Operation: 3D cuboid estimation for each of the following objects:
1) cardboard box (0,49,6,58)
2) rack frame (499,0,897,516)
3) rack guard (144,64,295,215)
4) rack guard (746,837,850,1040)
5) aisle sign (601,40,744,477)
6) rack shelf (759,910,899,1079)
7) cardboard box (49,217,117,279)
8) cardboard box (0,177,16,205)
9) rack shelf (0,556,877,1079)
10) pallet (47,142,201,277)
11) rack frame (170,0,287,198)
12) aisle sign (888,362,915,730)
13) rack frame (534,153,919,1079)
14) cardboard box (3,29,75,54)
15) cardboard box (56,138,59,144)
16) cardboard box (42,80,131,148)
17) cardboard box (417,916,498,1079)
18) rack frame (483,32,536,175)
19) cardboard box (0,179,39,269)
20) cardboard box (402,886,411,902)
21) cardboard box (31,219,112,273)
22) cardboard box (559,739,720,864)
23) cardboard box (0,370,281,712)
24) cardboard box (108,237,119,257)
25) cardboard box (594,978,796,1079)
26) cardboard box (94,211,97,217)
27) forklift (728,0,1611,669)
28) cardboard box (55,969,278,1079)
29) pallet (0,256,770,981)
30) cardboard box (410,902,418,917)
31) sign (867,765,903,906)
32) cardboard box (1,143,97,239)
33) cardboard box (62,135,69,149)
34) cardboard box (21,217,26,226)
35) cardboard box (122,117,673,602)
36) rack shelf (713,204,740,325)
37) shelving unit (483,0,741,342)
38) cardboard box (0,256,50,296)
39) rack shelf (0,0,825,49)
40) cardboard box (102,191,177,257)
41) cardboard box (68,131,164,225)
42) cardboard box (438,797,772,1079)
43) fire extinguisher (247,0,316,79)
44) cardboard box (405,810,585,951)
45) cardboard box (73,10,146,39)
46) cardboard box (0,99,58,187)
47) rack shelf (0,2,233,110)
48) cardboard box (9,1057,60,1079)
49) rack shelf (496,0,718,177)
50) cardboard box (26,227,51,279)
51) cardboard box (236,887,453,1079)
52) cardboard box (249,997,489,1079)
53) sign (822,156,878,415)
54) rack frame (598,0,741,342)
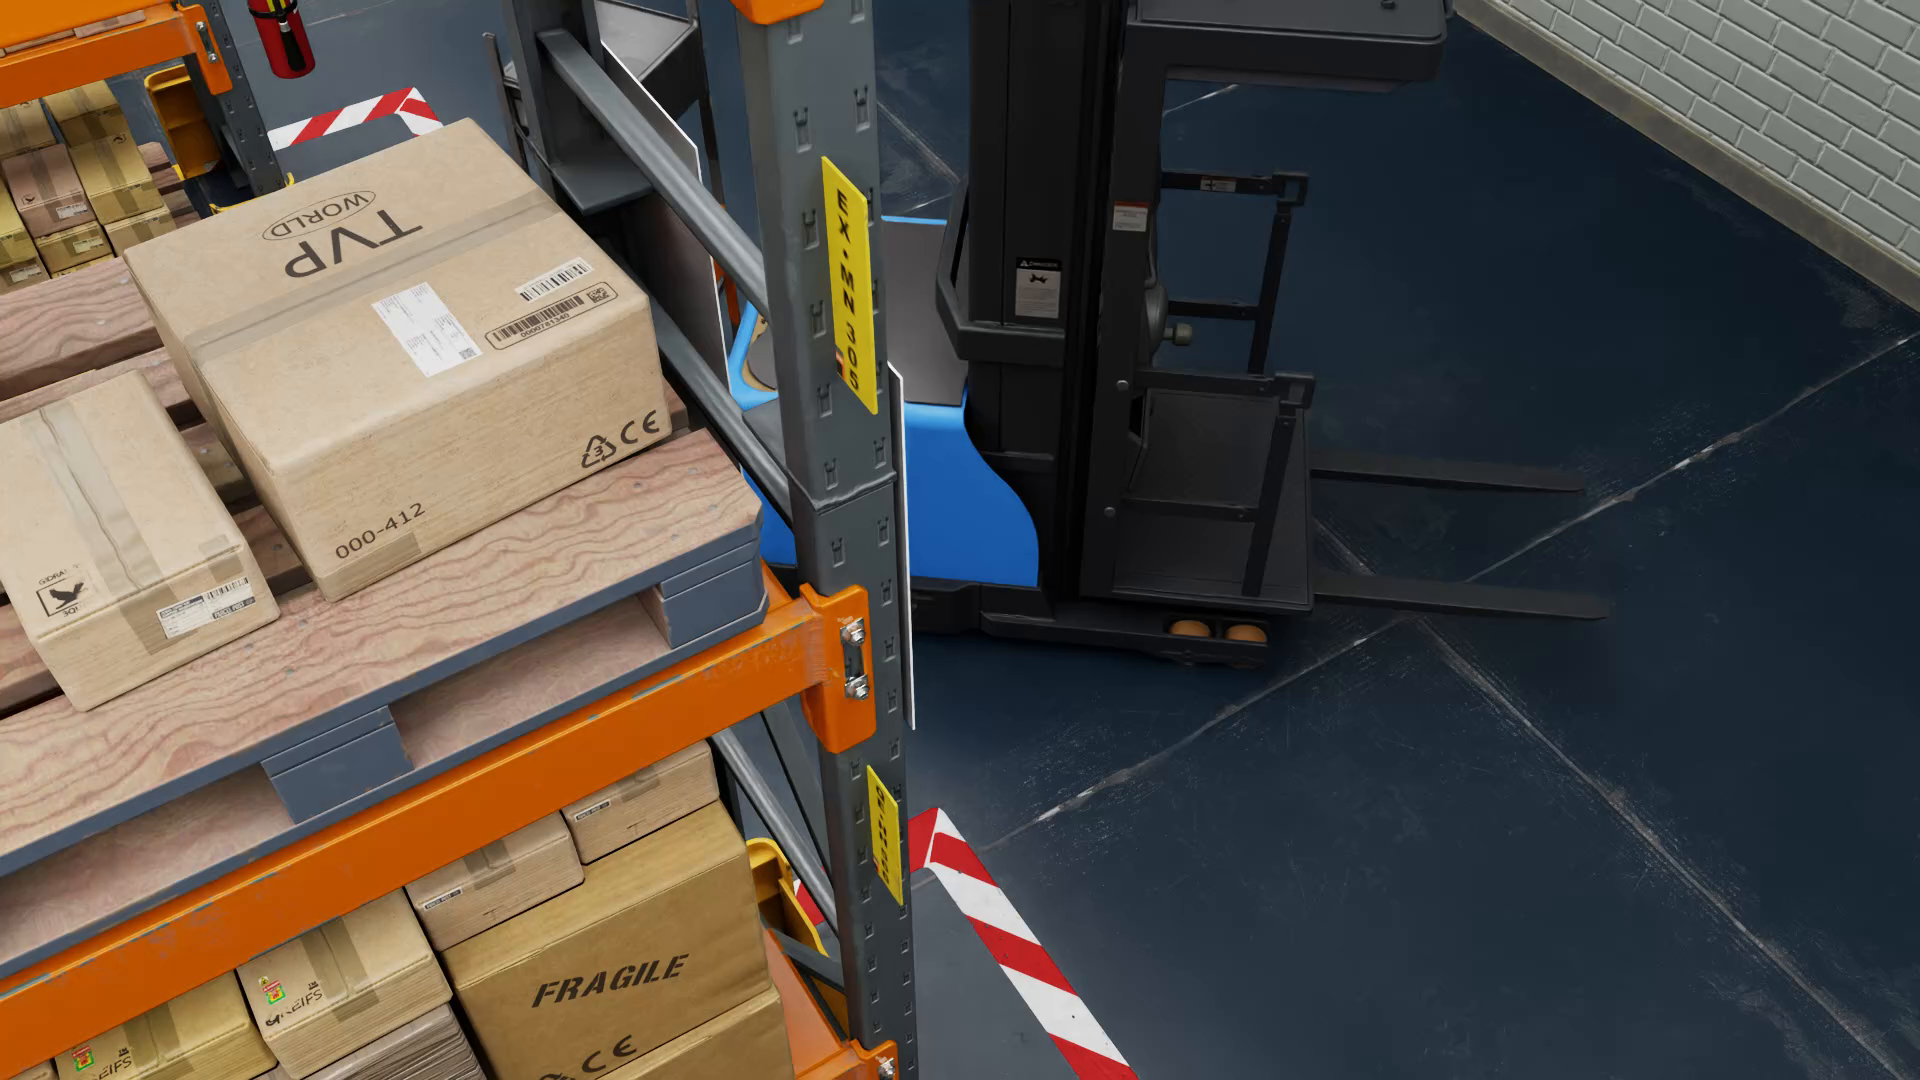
[{"bbox_3d":[-3.694,-1.885,6.088,0.250,0.149,0.380,-26,53,-21],"label":"cardboard box"},{"bbox_3d":[-0.407,-1.370,1.445,0.127,3.000,1.000,-25,53,-21],"label":"rack frame"},{"bbox_3d":[-3.198,-1.600,7.340,0.348,0.500,1.175,-25,53,-21],"label":"rack guard"},{"bbox_3d":[-0.387,1.446,4.627,0.348,0.500,1.175,-25,53,-21],"label":"rack guard"},{"bbox_3d":[-0.501,-0.452,2.903,0.004,0.787,0.394,-25,53,-21],"label":"aisle sign"},{"bbox_3d":[-2.099,1.661,3.244,4.000,0.370,1.077,-25,53,-21],"label":"rack shelf"},{"bbox_3d":[-3.632,-1.145,6.889,0.250,0.149,0.380,-24,52,-20],"label":"cardboard box"},{"bbox_3d":[-4.136,-1.478,6.987,0.250,0.149,0.380,-25,53,-20],"label":"cardboard box"},{"bbox_3d":[-2.099,0.663,2.124,4.000,0.370,1.077,-25,53,-21],"label":"rack shelf"},{"bbox_3d":[-3.904,-1.202,7.179,1.213,0.211,1.003,-25,53,-21],"label":"pallet"},{"bbox_3d":[-3.134,-2.461,6.433,0.127,3.000,1.000,-25,53,-21],"label":"rack frame"},{"bbox_3d":[-0.181,-0.073,2.565,0.004,0.787,0.394,-25,53,-21],"label":"aisle sign"},{"bbox_3d":[-0.407,0.625,3.685,0.127,3.000,1.000,-25,53,-21],"label":"rack frame"},{"bbox_3d":[-3.490,-1.994,6.185,0.250,0.149,0.380,-25,53,-21],"label":"cardboard box"},{"bbox_3d":[-3.976,-1.632,7.123,0.250,0.149,0.380,-25,53,-21],"label":"cardboard box"},{"bbox_3d":[-3.759,-1.857,7.124,0.250,0.149,0.380,-27,54,-22],"label":"cardboard box"},{"bbox_3d":[-1.107,1.141,3.158,0.500,0.500,0.500,-26,53,-22],"label":"cardboard box"},{"bbox_3d":[-1.166,-0.681,5.450,0.400,2.100,0.015,19,51,16],"label":"rack frame"},{"bbox_3d":[-3.841,-1.233,6.568,0.250,0.149,0.380,-26,53,-22],"label":"cardboard box"},{"bbox_3d":[-1.399,0.481,3.077,0.500,0.500,0.500,-27,54,-22],"label":"cardboard box"},{"bbox_3d":[-3.678,-1.291,6.820,0.250,0.149,0.380,-26,53,-22],"label":"cardboard box"},{"bbox_3d":[-0.604,0.313,2.792,0.250,0.149,0.380,-25,53,-20],"label":"cardboard box"},{"bbox_3d":[-1.052,-0.008,2.060,0.250,0.149,0.380,-29,54,-23],"label":"cardboard box"},{"bbox_3d":[-3.468,-1.312,7.037,0.250,0.149,0.380,-24,53,-20],"label":"cardboard box"},{"bbox_3d":[-0.674,0.951,3.328,0.500,0.500,0.500,-25,53,-21],"label":"cardboard box"},{"bbox_3d":[-3.926,-1.490,7.196,0.250,0.149,0.380,-25,53,-21],"label":"cardboard box"},{"bbox_3d":[0.775,-0.945,5.129,3.031,2.935,1.130,5,49,4],"label":"forklift"},{"bbox_3d":[-1.214,0.659,2.483,0.250,0.149,0.380,-24,53,-20],"label":"cardboard box"},{"bbox_3d":[-1.029,-0.041,2.329,1.213,0.211,1.003,-25,53,-21],"label":"pallet"},{"bbox_3d":[-1.380,0.821,3.444,0.500,0.500,0.500,-26,53,-21],"label":"cardboard box"},{"bbox_3d":[-0.130,0.509,2.854,0.005,0.325,0.100,-25,53,-21],"label":"sign"},{"bbox_3d":[-3.690,-1.416,6.732,0.250,0.149,0.380,-24,53,-20],"label":"cardboard box"},{"bbox_3d":[-3.714,-1.705,7.189,0.250,0.149,0.380,-23,52,-19],"label":"cardboard box"},{"bbox_3d":[-4.132,-1.387,7.104,0.250,0.149,0.380,-25,53,-20],"label":"cardboard box"},{"bbox_3d":[-0.740,-0.260,2.216,0.500,0.250,0.500,-30,55,-24],"label":"cardboard box"},{"bbox_3d":[-1.064,-0.839,5.607,0.431,0.518,0.480,19,51,16],"label":"rack shelf"},{"bbox_3d":[-1.064,-0.848,5.596,0.431,2.100,0.503,19,51,16],"label":"shelving unit"},{"bbox_3d":[-3.867,-1.153,6.697,0.250,0.149,0.380,-27,54,-22],"label":"cardboard box"},{"bbox_3d":[-2.099,-0.201,1.153,4.000,0.370,1.077,-25,53,-21],"label":"rack shelf"},{"bbox_3d":[-3.428,-1.361,6.882,0.250,0.149,0.380,-27,53,-22],"label":"cardboard box"},{"bbox_3d":[-3.447,-1.480,6.789,0.250,0.149,0.380,-25,53,-20],"label":"cardboard box"},{"bbox_3d":[-0.688,0.601,2.969,0.500,0.500,0.500,-24,52,-20],"label":"cardboard box"},{"bbox_3d":[-2.675,-2.121,6.431,0.183,0.674,0.296,-25,53,-21],"label":"fire extinguisher"},{"bbox_3d":[-0.806,0.429,2.688,0.250,0.149,0.380,-24,53,-20],"label":"cardboard box"},{"bbox_3d":[-3.259,-2.069,6.253,0.250,0.149,0.380,-25,53,-21],"label":"cardboard box"},{"bbox_3d":[-3.928,-1.671,6.959,0.250,0.149,0.380,-24,53,-20],"label":"cardboard box"},{"bbox_3d":[-4.826,-1.425,5.992,4.000,0.370,1.077,-25,53,-21],"label":"rack shelf"},{"bbox_3d":[-1.473,0.719,2.430,0.250,0.149,0.380,-26,53,-21],"label":"cardboard box"},{"bbox_3d":[-1.066,-1.301,5.081,0.431,0.518,0.480,19,51,16],"label":"rack shelf"},{"bbox_3d":[-3.901,-1.094,6.844,0.250,0.149,0.380,-25,53,-21],"label":"cardboard box"},{"bbox_3d":[-0.979,0.585,2.550,0.250,0.149,0.380,-26,53,-21],"label":"cardboard box"},{"bbox_3d":[-1.115,0.828,2.767,0.500,0.500,0.500,-25,53,-21],"label":"cardboard box"},{"bbox_3d":[-0.130,-0.293,1.954,0.005,0.325,0.100,-25,53,-21],"label":"sign"},{"bbox_3d":[-0.962,-1.014,5.743,0.400,2.100,0.015,19,51,16],"label":"rack frame"}]
